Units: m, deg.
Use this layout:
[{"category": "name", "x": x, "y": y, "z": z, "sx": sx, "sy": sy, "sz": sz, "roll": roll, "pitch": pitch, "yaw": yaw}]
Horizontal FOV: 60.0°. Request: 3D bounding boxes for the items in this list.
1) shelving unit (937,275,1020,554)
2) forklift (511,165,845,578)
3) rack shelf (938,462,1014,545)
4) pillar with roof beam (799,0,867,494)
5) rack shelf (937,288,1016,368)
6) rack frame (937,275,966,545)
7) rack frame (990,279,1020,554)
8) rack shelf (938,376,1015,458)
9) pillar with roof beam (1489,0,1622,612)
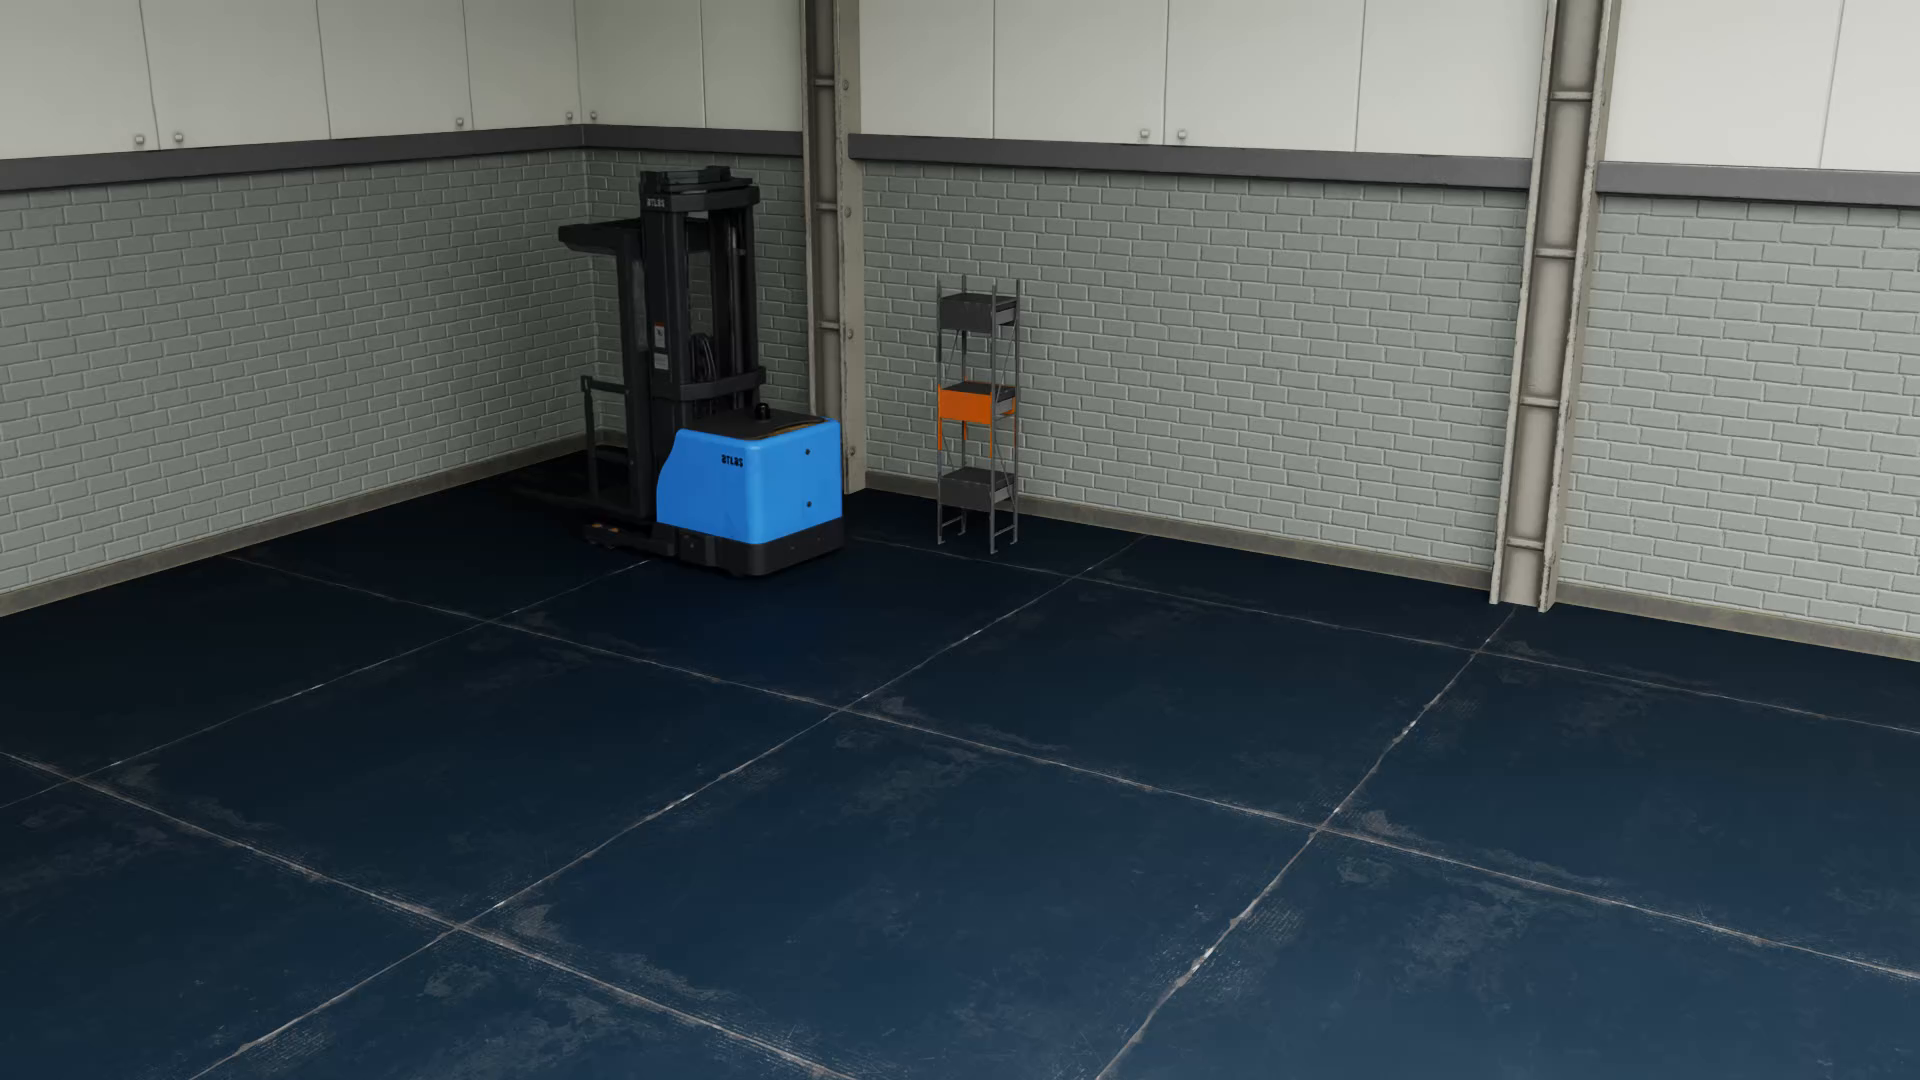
[{"category": "shelving unit", "x": 0.141, "y": -0.979, "z": 12.993, "sx": 0.503, "sy": 2.100, "sz": 0.431, "roll": 10, "pitch": 20, "yaw": 30}, {"category": "forklift", "x": -2.385, "y": -1.442, "z": 13.084, "sx": 3.031, "sy": 2.935, "sz": 1.130, "roll": 12, "pitch": 21, "yaw": 35}, {"category": "rack shelf", "x": 0.141, "y": -0.297, "z": 13.201, "sx": 0.480, "sy": 0.518, "sz": 0.431, "roll": 10, "pitch": 20, "yaw": 30}, {"category": "pillar with roof beam", "x": -3.333, "y": -3.710, "z": 10.112, "sx": 0.400, "sy": 9.000, "sz": 9.100, "roll": 10, "pitch": 20, "yaw": 30}, {"category": "rack shelf", "x": 0.141, "y": -1.636, "z": 12.794, "sx": 0.480, "sy": 0.518, "sz": 0.431, "roll": 10, "pitch": 20, "yaw": 30}, {"category": "rack frame", "x": -0.067, "y": -1.017, "z": 13.115, "sx": 0.015, "sy": 2.100, "sz": 0.400, "roll": 10, "pitch": 20, "yaw": 30}, {"category": "rack frame", "x": 0.349, "y": -0.942, "z": 12.871, "sx": 0.015, "sy": 2.100, "sz": 0.400, "roll": 10, "pitch": 20, "yaw": 30}, {"category": "rack shelf", "x": 0.141, "y": -0.966, "z": 12.997, "sx": 0.480, "sy": 0.518, "sz": 0.431, "roll": 10, "pitch": 20, "yaw": 30}, {"category": "pillar with roof beam", "x": 1.780, "y": -2.797, "z": 7.107, "sx": 0.400, "sy": 9.000, "sz": 9.100, "roll": 10, "pitch": 20, "yaw": 30}]
